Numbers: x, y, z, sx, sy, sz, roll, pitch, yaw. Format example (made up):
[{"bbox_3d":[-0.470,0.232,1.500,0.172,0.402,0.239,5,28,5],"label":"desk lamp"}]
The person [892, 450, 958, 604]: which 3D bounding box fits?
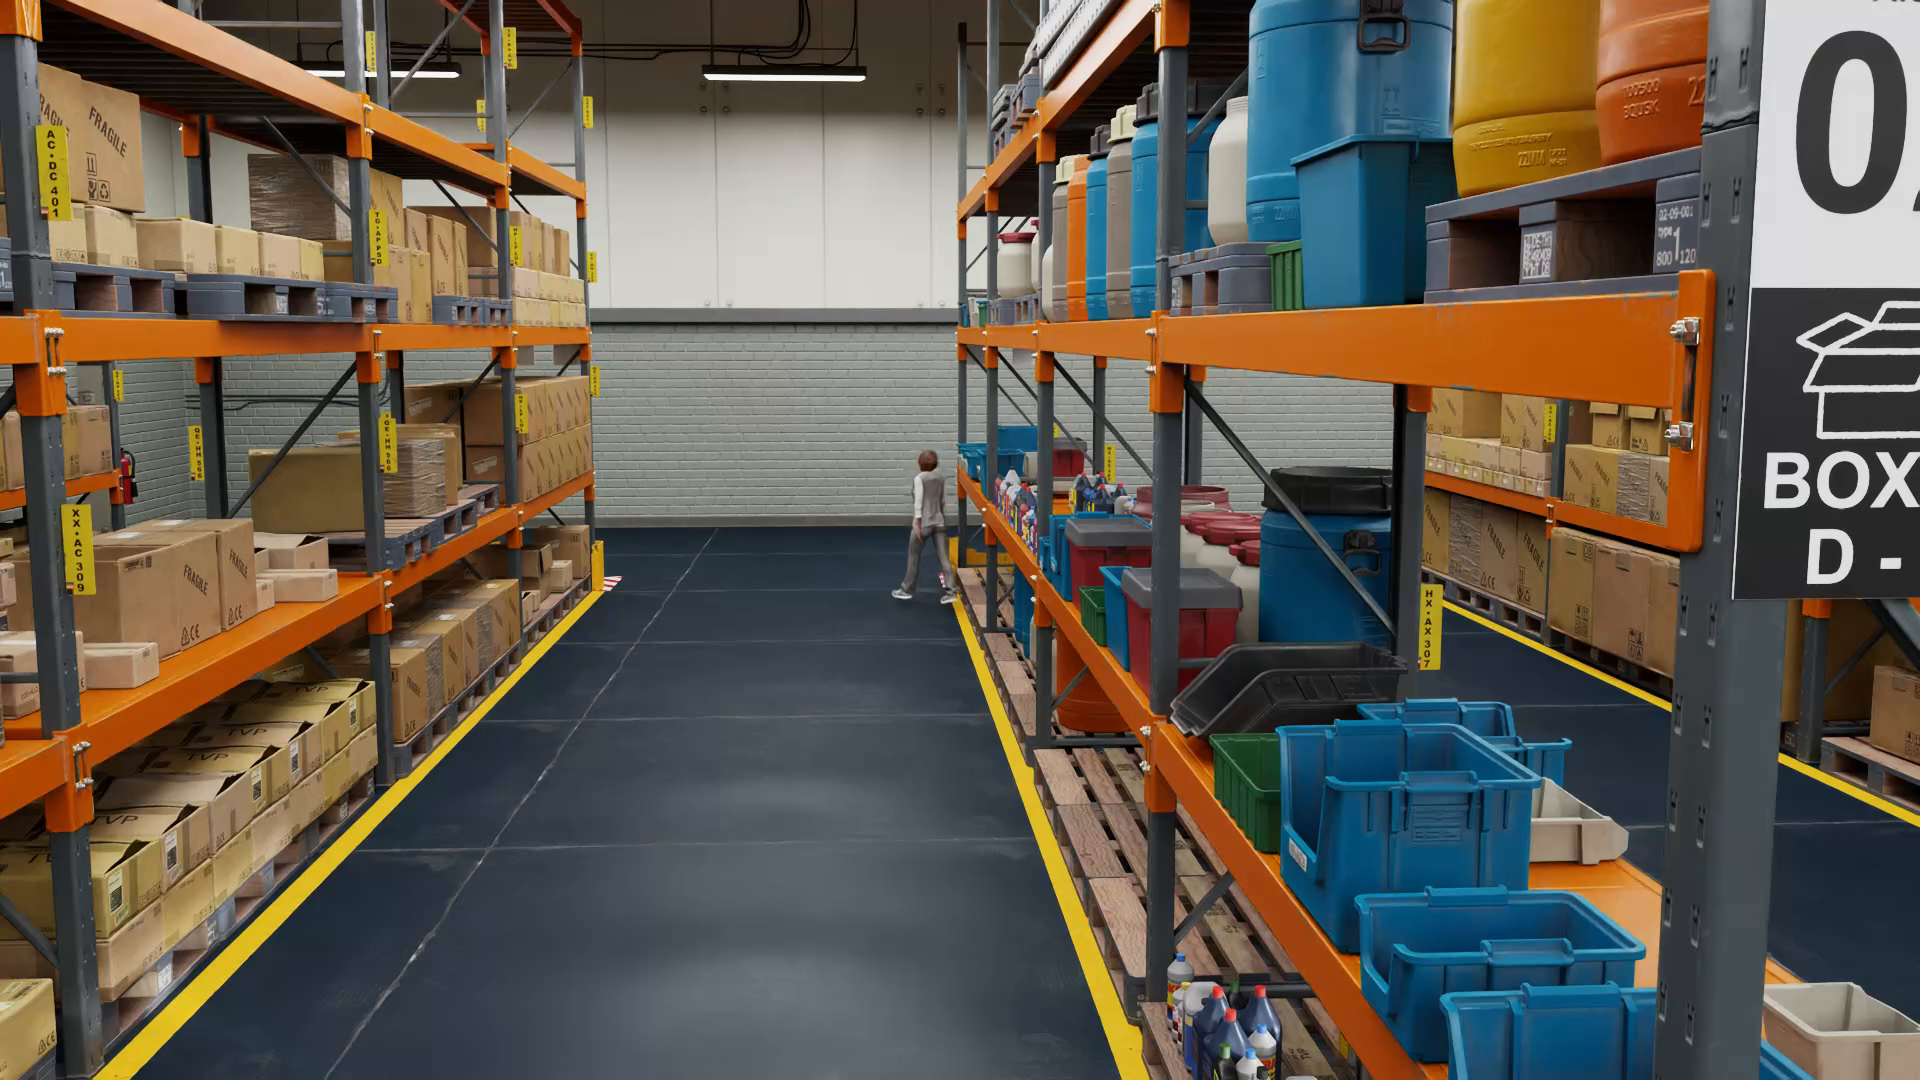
[{"bbox_3d":[-0.321,-0.145,16.837,0.417,1.538,0.921,-4,8,-32],"label":"person"}]
